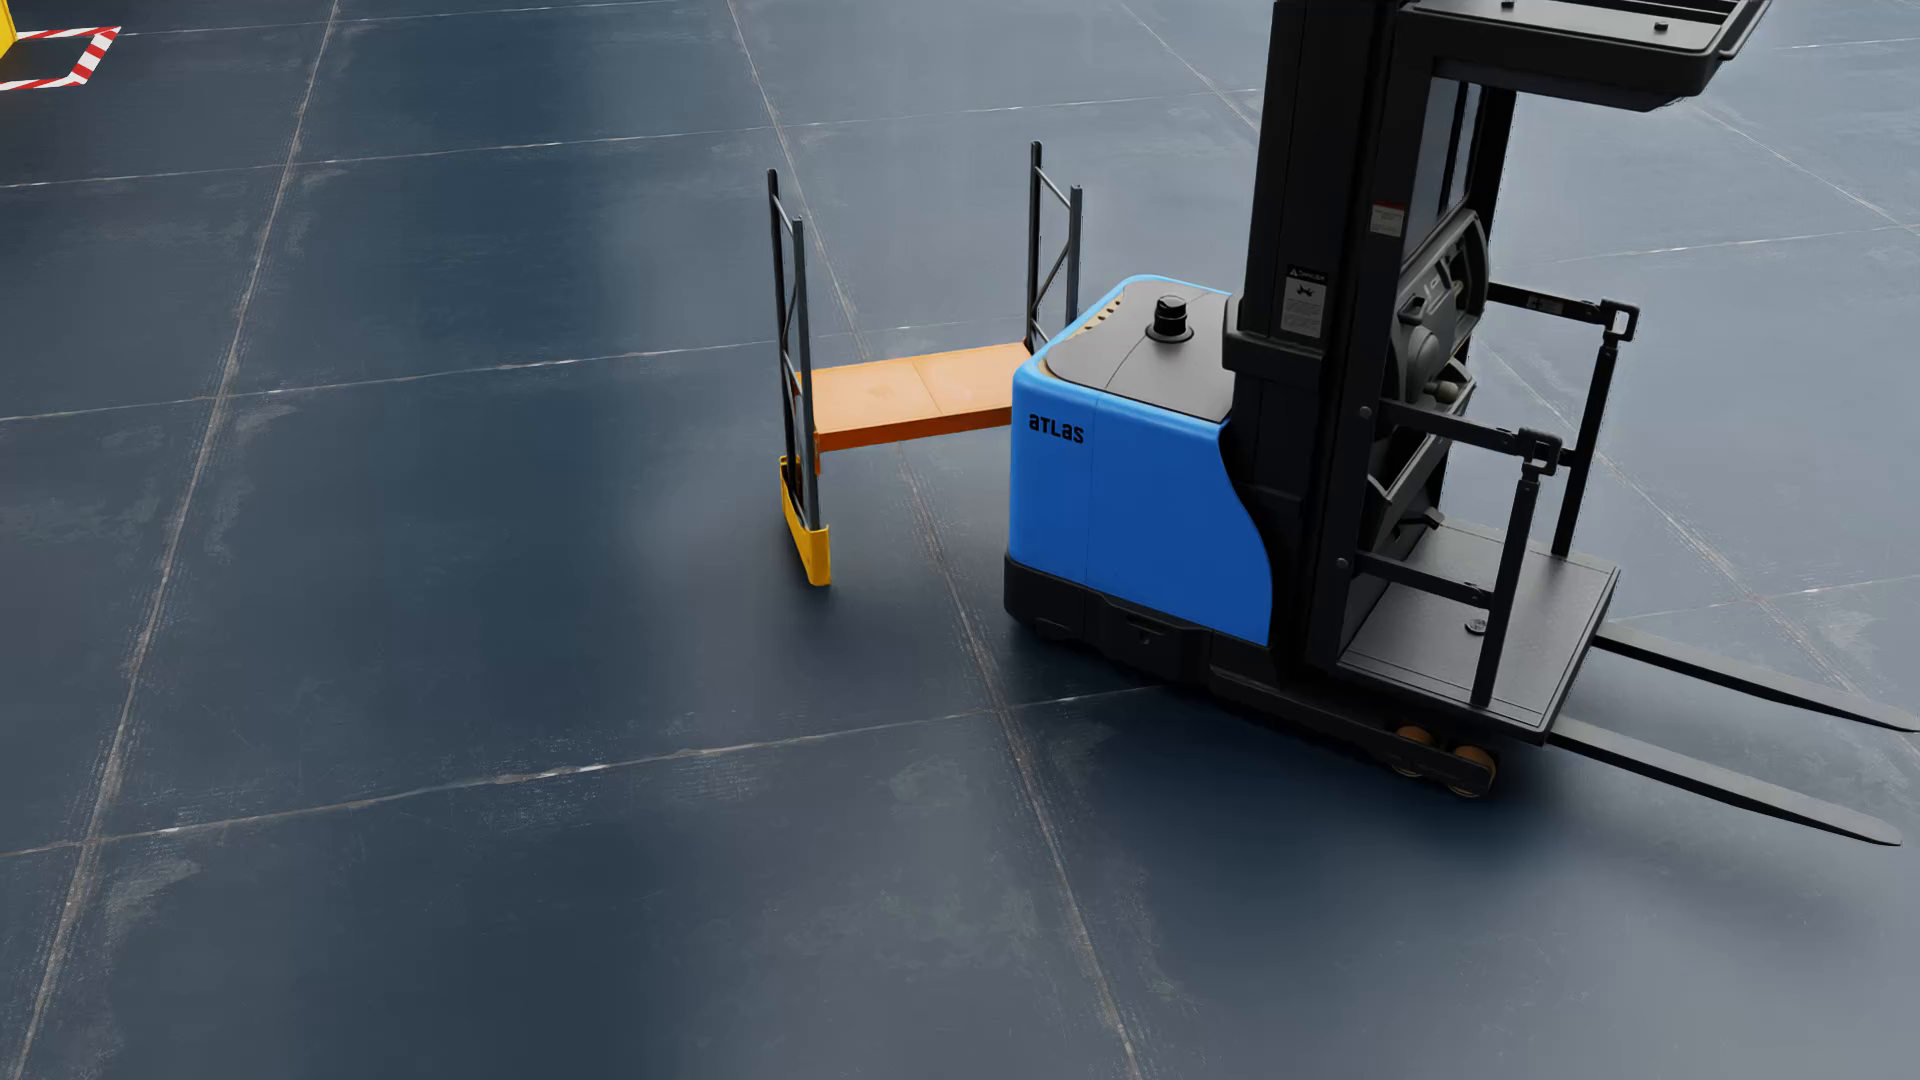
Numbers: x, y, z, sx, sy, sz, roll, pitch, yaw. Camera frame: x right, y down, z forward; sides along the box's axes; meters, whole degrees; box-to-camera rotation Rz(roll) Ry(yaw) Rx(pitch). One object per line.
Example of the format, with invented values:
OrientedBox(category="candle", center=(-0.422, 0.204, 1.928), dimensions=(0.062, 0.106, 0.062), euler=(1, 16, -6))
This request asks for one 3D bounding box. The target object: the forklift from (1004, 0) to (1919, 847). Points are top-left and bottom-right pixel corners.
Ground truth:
OrientedBox(category="forklift", center=(1.693, -0.709, 5.176), dimensions=(3.031, 2.935, 1.130), euler=(18, 38, 25))

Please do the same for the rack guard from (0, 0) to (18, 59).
OrientedBox(category="rack guard", center=(-6.991, -3.592, 11.654), dimensions=(0.348, 0.500, 1.175), euler=(-7, 35, -11))

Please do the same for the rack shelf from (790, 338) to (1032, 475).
OrientedBox(category="rack shelf", center=(-0.135, -0.535, 6.524), dimensions=(1.000, 0.185, 0.538), euler=(-9, 35, -13))

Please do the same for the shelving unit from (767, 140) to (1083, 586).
OrientedBox(category="shelving unit", center=(-0.143, -0.683, 6.422), dimensions=(1.083, 1.500, 0.587), euler=(-9, 35, -13))

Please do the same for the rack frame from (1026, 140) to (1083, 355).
OrientedBox(category="rack frame", center=(0.353, -0.764, 6.542), dimensions=(0.032, 1.500, 0.500), euler=(-9, 35, -13))

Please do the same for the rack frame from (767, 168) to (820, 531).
OrientedBox(category="rack frame", center=(-0.623, -0.605, 6.306), dimensions=(0.032, 1.500, 0.500), euler=(-9, 35, -13))

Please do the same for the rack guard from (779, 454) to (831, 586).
OrientedBox(category="rack guard", center=(-0.621, -0.086, 6.654), dimensions=(0.087, 0.250, 0.587), euler=(-9, 35, -13))
